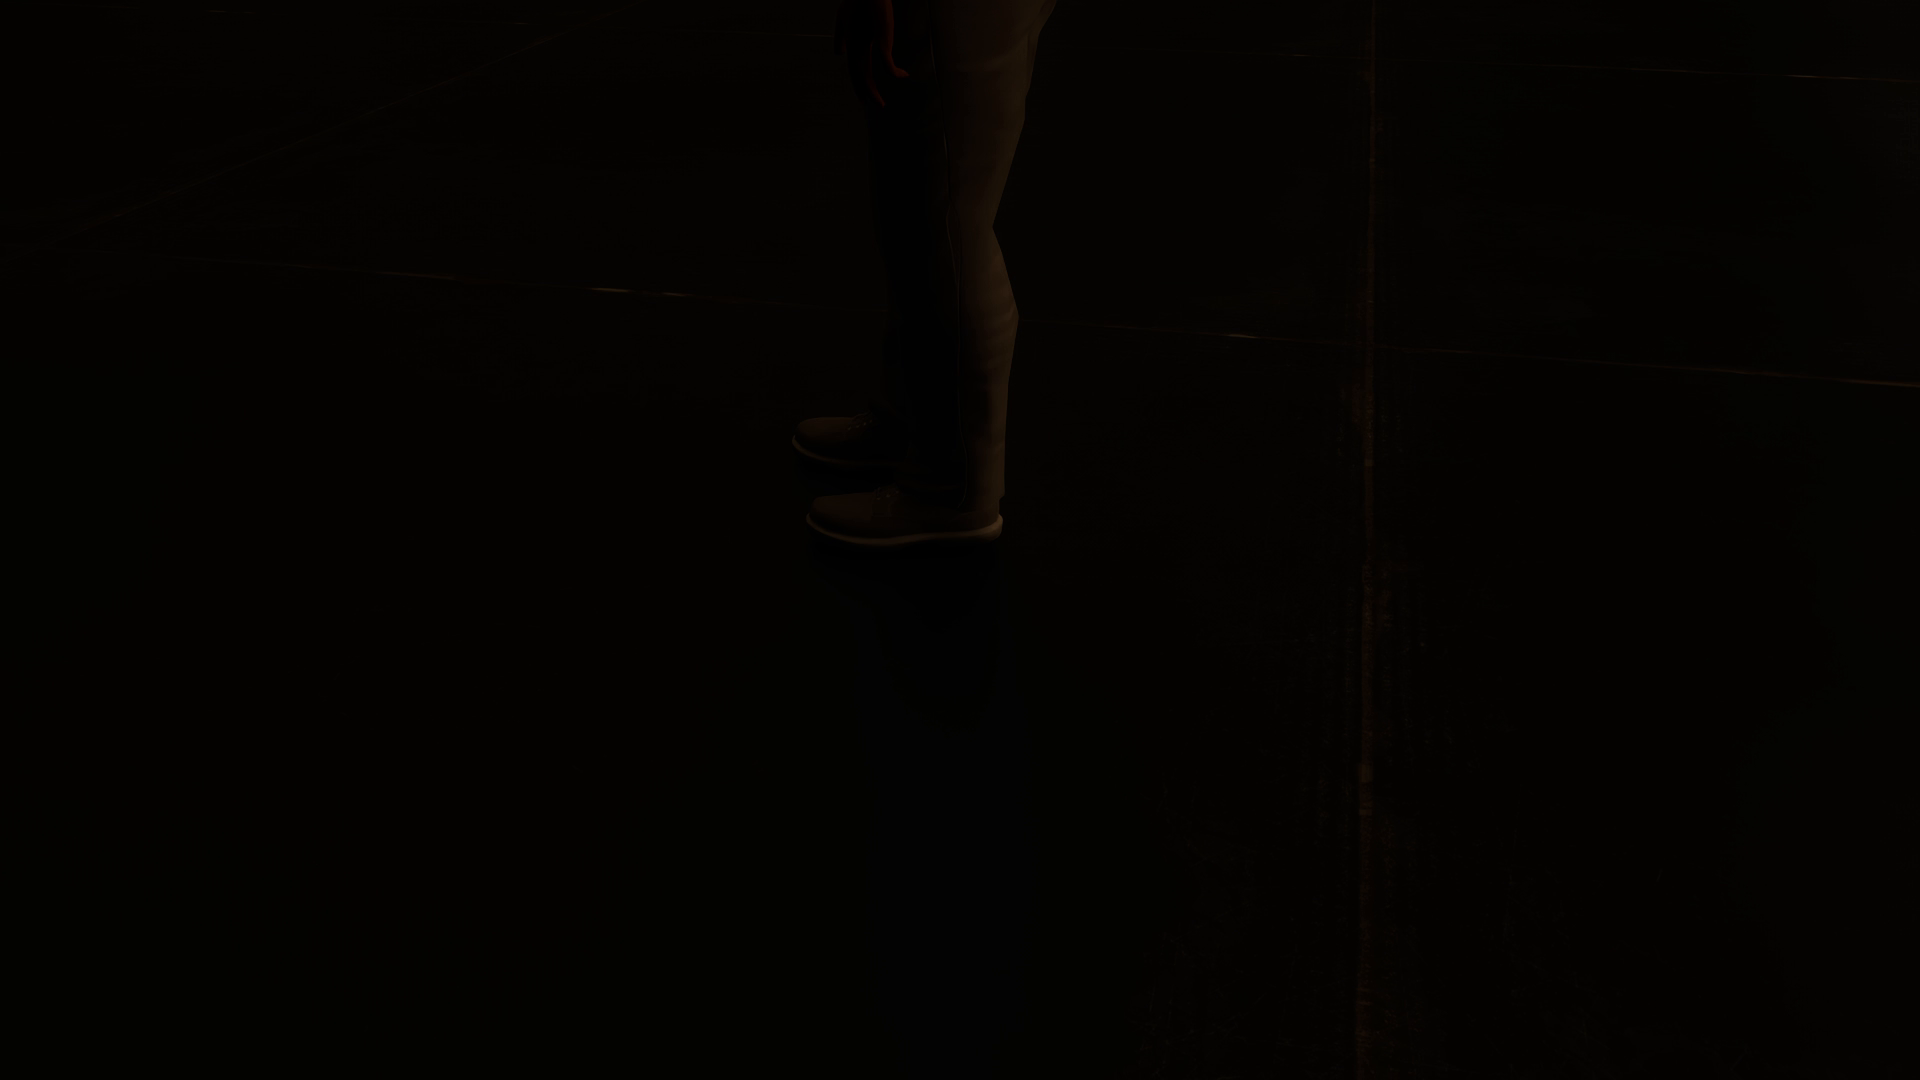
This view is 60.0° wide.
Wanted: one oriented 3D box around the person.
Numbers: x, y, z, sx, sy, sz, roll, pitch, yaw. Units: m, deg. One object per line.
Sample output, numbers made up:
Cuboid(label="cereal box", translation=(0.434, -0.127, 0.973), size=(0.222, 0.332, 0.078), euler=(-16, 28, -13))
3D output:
Cuboid(label="person", translation=(-0.068, -0.779, 2.147), size=(0.530, 1.695, 0.569), euler=(6, 27, 11))
